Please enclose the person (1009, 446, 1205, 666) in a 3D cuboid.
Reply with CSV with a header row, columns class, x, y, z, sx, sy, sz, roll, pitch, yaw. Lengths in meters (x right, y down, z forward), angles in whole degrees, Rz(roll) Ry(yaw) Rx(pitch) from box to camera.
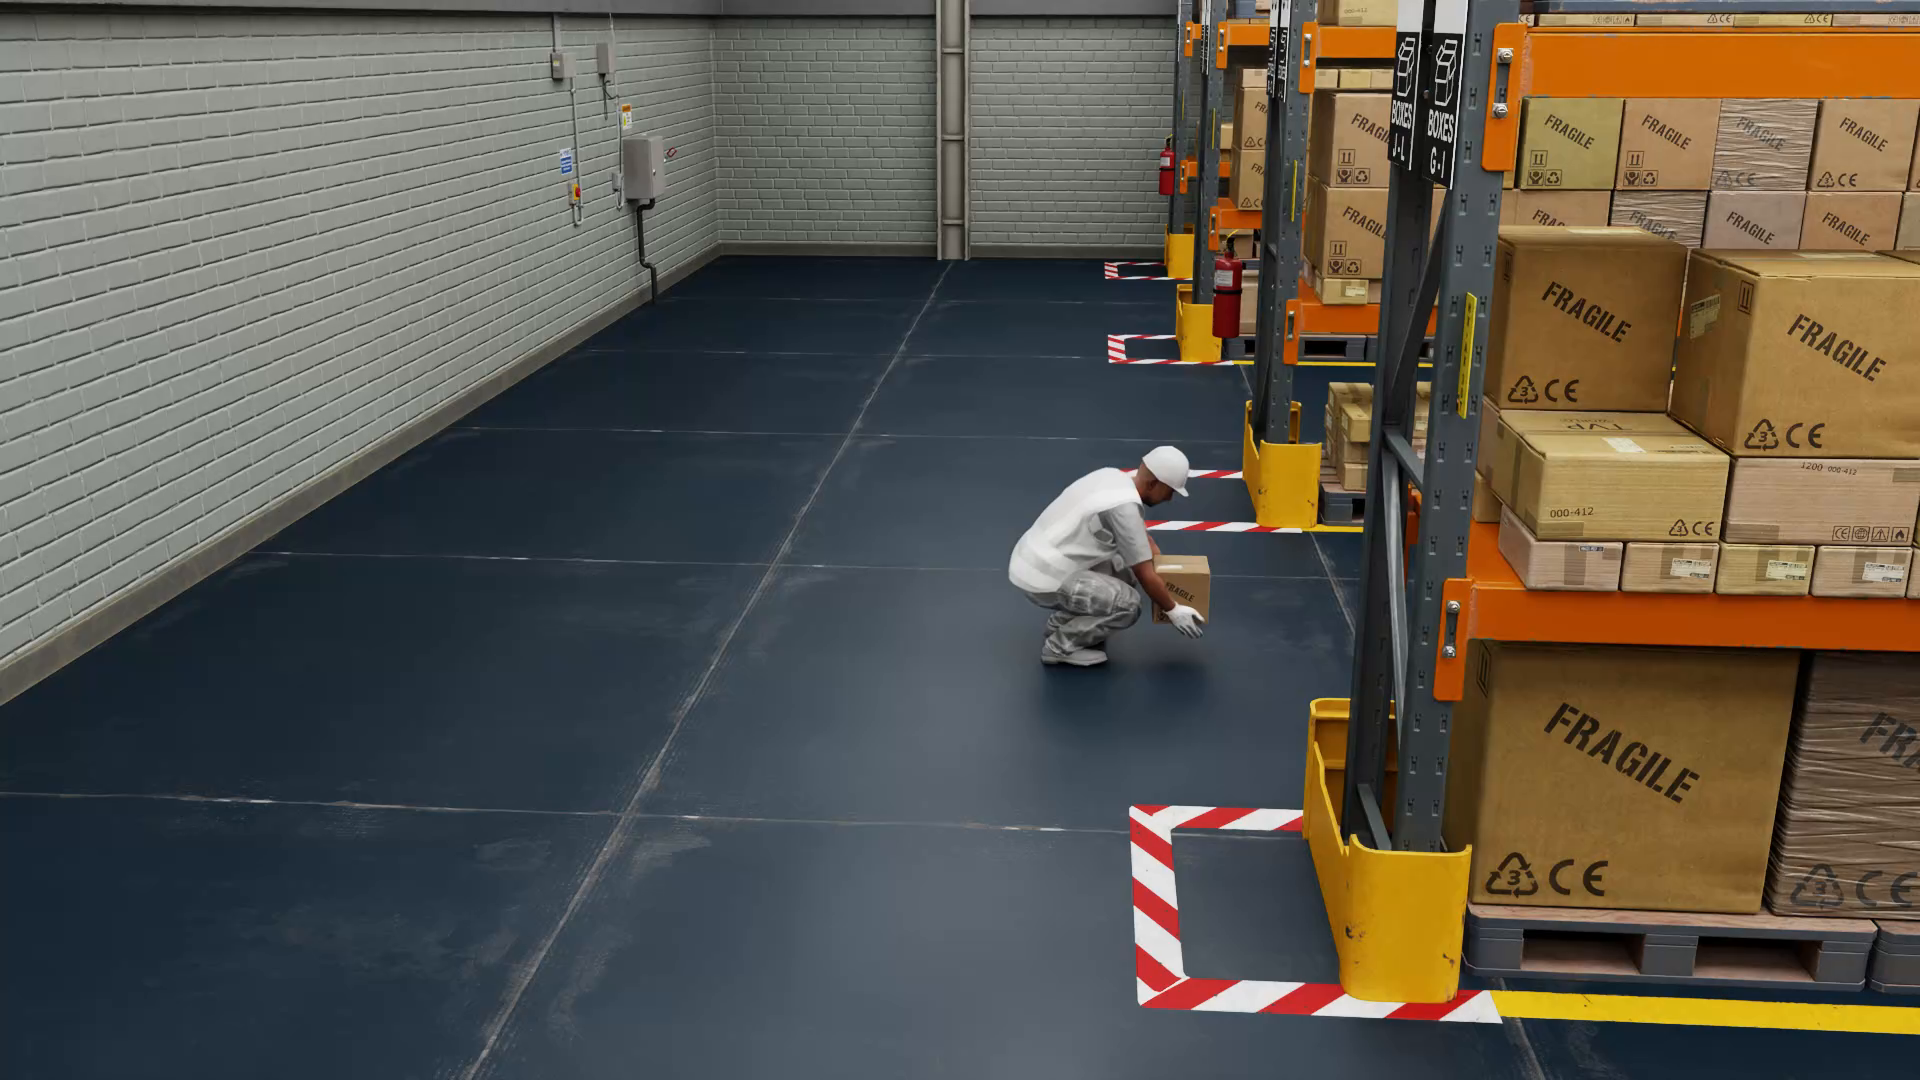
class,x,y,z,sx,sy,sz,roll,pitch,yaw
person,0.677,0.056,7.677,0.901,0.993,0.561,1,17,4
